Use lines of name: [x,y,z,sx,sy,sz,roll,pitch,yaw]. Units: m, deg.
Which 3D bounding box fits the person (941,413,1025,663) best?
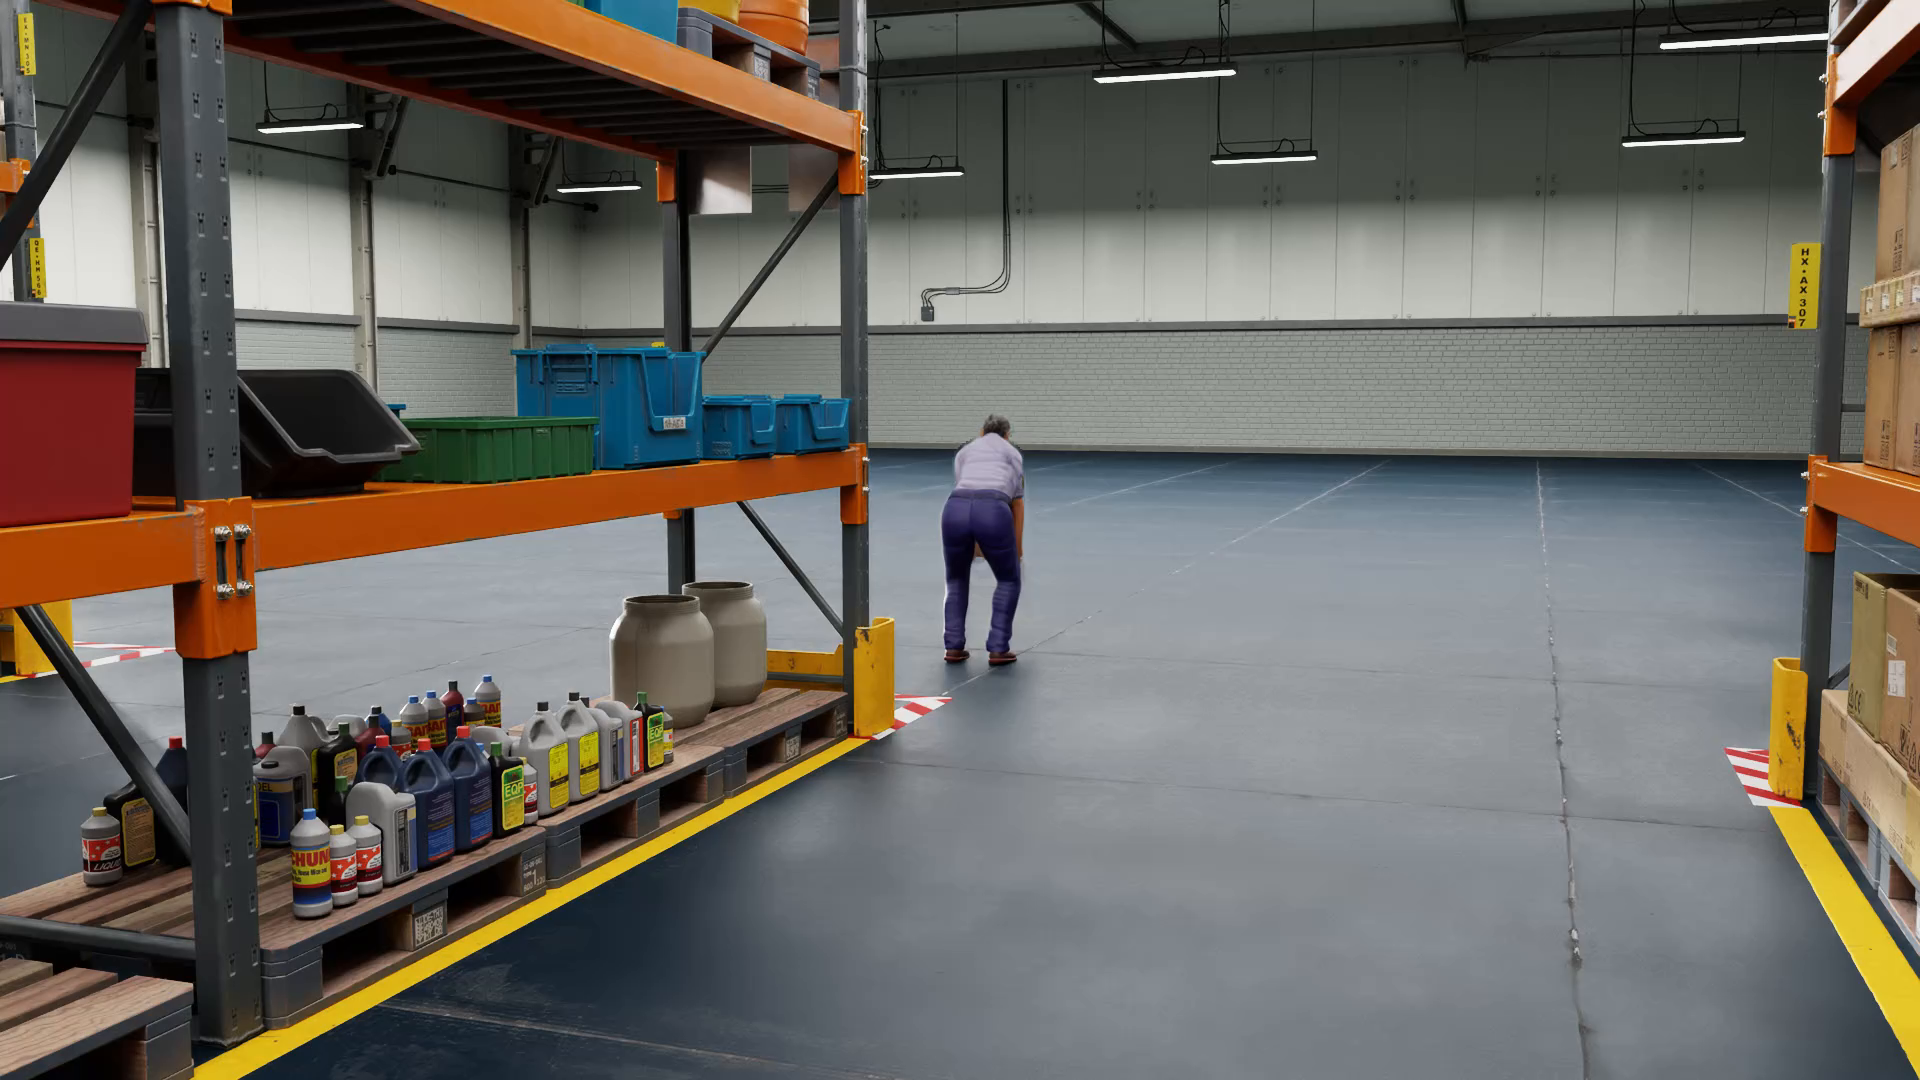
person: [0.155,-0.019,9.712,0.454,1.437,0.728,2,6,17]
